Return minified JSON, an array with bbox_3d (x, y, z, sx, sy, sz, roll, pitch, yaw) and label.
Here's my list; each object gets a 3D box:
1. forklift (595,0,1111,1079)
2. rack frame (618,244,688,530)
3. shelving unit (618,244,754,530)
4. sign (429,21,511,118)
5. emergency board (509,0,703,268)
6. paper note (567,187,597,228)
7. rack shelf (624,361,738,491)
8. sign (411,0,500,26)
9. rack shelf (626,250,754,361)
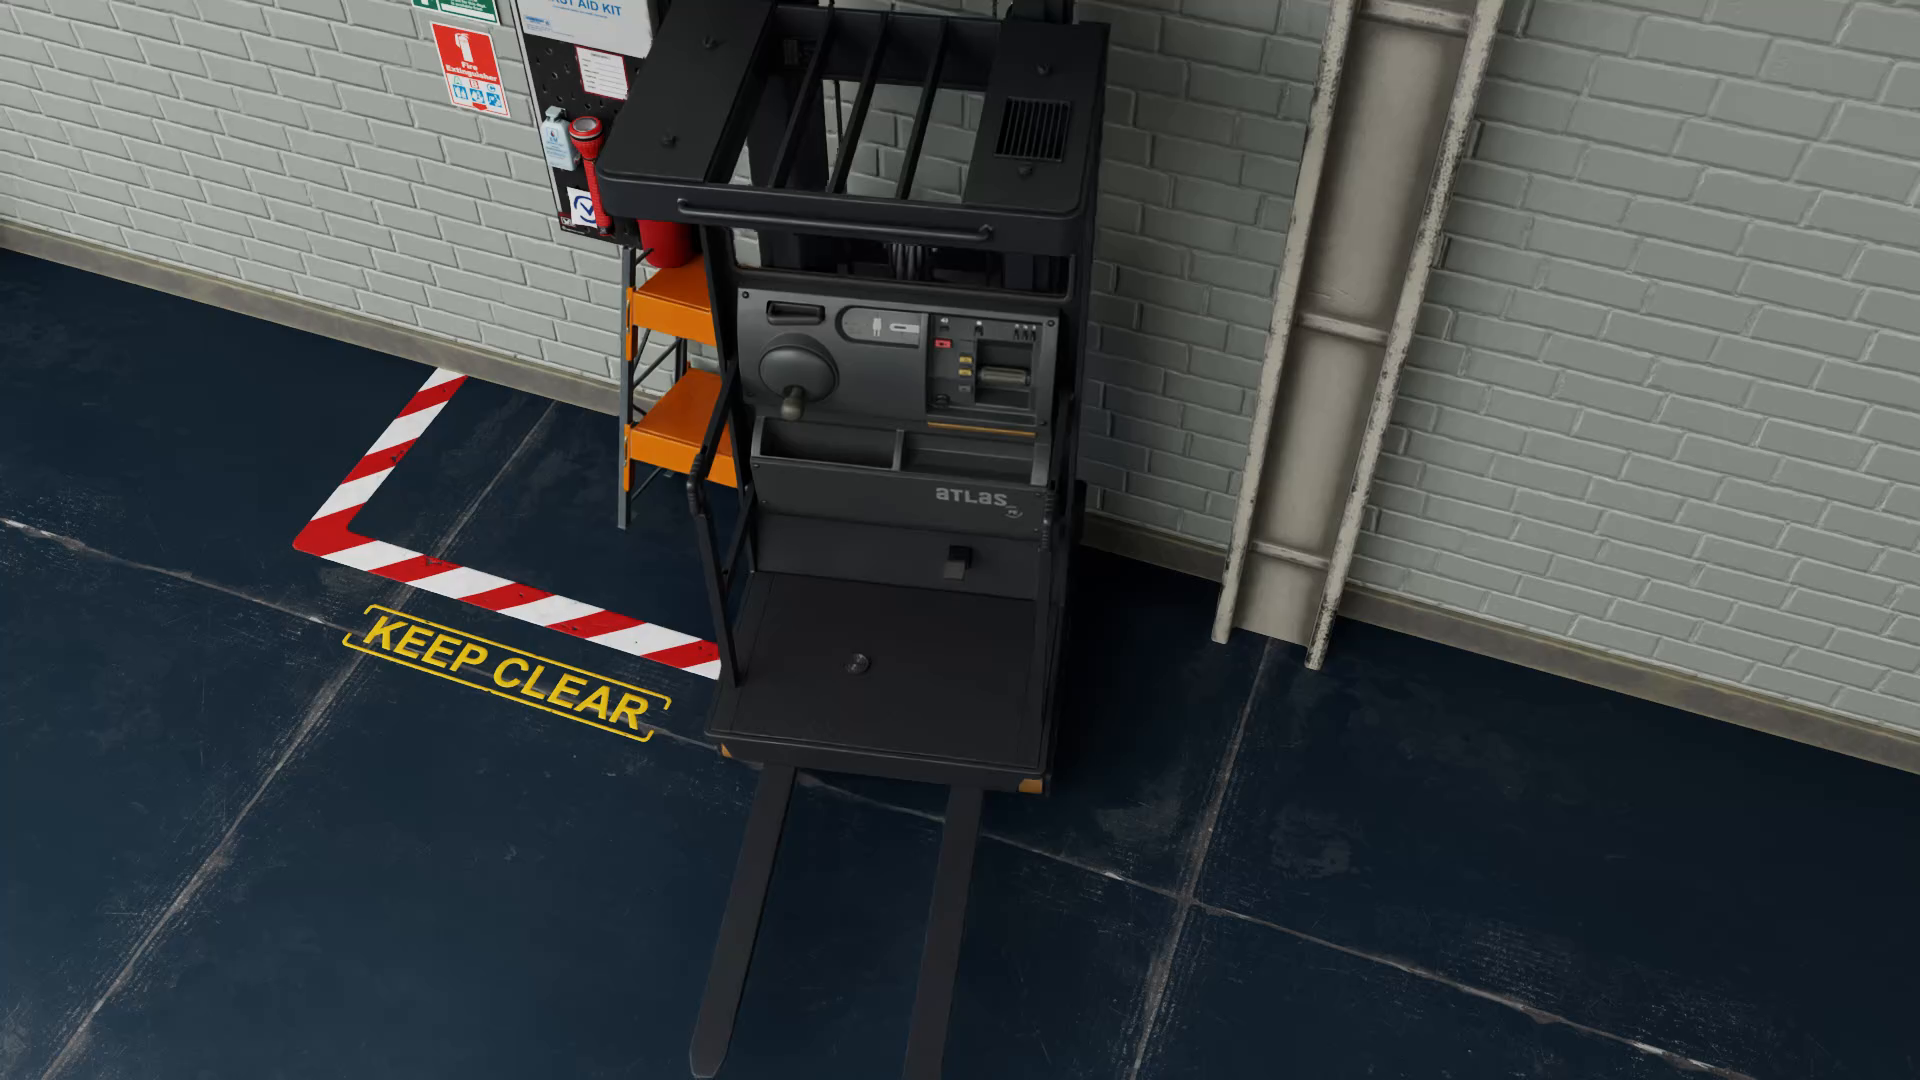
[{"bbox_3d":[-0.211,-0.413,4.668,1.130,2.935,3.031,6,49,5],"label":"forklift"},{"bbox_3d":[-1.096,-0.627,5.976,0.032,1.125,0.500,16,35,10],"label":"rack frame"},{"bbox_3d":[-0.614,-0.490,5.891,1.048,1.125,0.538,16,35,10],"label":"shelving unit"},{"bbox_3d":[-1.653,-1.586,5.616,0.234,0.329,0.001,16,51,13],"label":"sign"},{"bbox_3d":[-1.170,-1.357,5.441,0.643,1.169,0.194,16,51,13],"label":"emergency board"},{"bbox_3d":[-1.312,-1.164,5.856,0.142,0.148,0.016,16,51,13],"label":"paper note"},{"bbox_3d":[-0.645,-0.292,6.031,1.000,0.278,0.538,16,35,10],"label":"rack shelf"},{"bbox_3d":[-1.652,-1.752,5.410,0.331,0.109,0.001,16,51,13],"label":"sign"},{"bbox_3d":[-0.576,-0.727,5.724,1.000,0.278,0.538,16,35,10],"label":"rack shelf"}]
